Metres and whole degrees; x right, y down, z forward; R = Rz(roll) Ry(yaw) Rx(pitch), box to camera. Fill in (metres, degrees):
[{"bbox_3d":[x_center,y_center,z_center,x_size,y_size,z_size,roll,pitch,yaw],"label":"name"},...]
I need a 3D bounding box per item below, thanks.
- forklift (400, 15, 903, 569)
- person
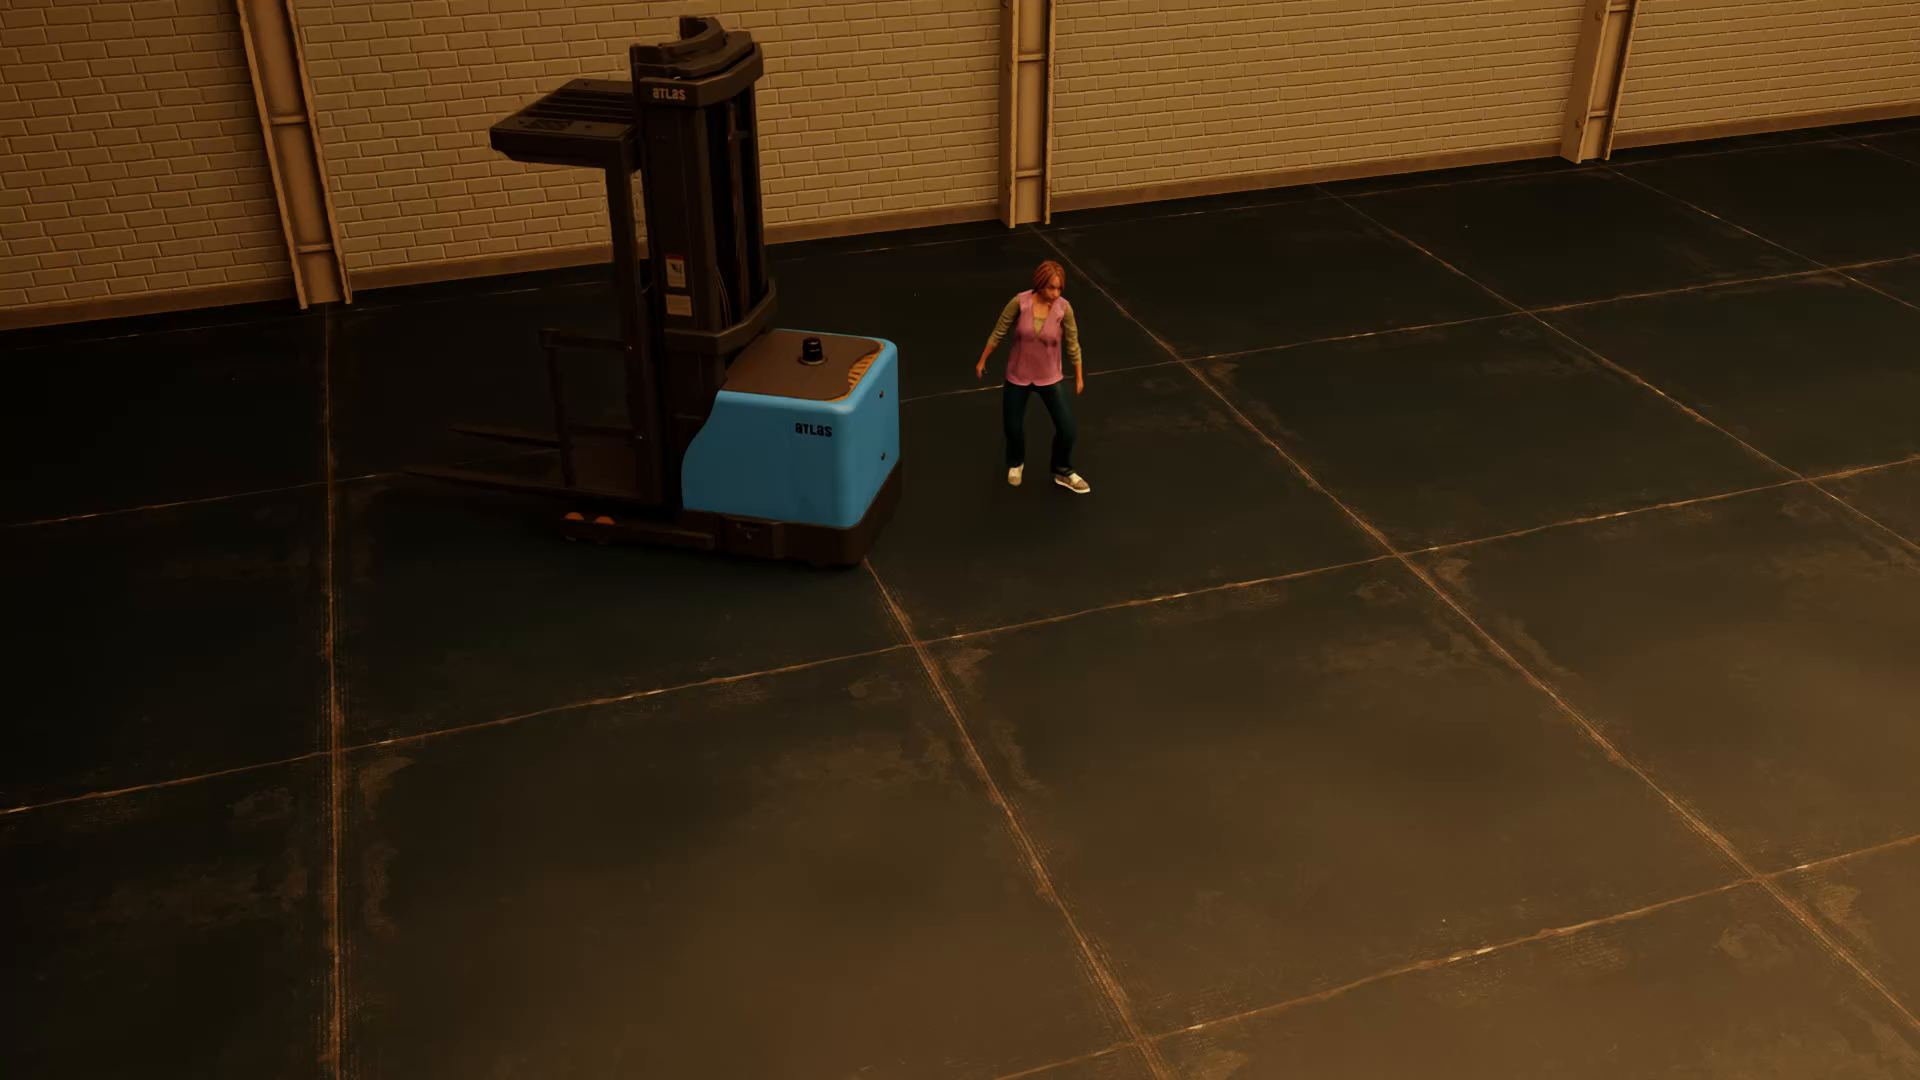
[{"bbox_3d":[-1.935,-1.490,9.677,3.031,2.935,1.130,7,31,12],"label":"forklift"},{"bbox_3d":[0.465,-1.013,10.286,0.745,1.571,0.420,4,30,7],"label":"person"}]
